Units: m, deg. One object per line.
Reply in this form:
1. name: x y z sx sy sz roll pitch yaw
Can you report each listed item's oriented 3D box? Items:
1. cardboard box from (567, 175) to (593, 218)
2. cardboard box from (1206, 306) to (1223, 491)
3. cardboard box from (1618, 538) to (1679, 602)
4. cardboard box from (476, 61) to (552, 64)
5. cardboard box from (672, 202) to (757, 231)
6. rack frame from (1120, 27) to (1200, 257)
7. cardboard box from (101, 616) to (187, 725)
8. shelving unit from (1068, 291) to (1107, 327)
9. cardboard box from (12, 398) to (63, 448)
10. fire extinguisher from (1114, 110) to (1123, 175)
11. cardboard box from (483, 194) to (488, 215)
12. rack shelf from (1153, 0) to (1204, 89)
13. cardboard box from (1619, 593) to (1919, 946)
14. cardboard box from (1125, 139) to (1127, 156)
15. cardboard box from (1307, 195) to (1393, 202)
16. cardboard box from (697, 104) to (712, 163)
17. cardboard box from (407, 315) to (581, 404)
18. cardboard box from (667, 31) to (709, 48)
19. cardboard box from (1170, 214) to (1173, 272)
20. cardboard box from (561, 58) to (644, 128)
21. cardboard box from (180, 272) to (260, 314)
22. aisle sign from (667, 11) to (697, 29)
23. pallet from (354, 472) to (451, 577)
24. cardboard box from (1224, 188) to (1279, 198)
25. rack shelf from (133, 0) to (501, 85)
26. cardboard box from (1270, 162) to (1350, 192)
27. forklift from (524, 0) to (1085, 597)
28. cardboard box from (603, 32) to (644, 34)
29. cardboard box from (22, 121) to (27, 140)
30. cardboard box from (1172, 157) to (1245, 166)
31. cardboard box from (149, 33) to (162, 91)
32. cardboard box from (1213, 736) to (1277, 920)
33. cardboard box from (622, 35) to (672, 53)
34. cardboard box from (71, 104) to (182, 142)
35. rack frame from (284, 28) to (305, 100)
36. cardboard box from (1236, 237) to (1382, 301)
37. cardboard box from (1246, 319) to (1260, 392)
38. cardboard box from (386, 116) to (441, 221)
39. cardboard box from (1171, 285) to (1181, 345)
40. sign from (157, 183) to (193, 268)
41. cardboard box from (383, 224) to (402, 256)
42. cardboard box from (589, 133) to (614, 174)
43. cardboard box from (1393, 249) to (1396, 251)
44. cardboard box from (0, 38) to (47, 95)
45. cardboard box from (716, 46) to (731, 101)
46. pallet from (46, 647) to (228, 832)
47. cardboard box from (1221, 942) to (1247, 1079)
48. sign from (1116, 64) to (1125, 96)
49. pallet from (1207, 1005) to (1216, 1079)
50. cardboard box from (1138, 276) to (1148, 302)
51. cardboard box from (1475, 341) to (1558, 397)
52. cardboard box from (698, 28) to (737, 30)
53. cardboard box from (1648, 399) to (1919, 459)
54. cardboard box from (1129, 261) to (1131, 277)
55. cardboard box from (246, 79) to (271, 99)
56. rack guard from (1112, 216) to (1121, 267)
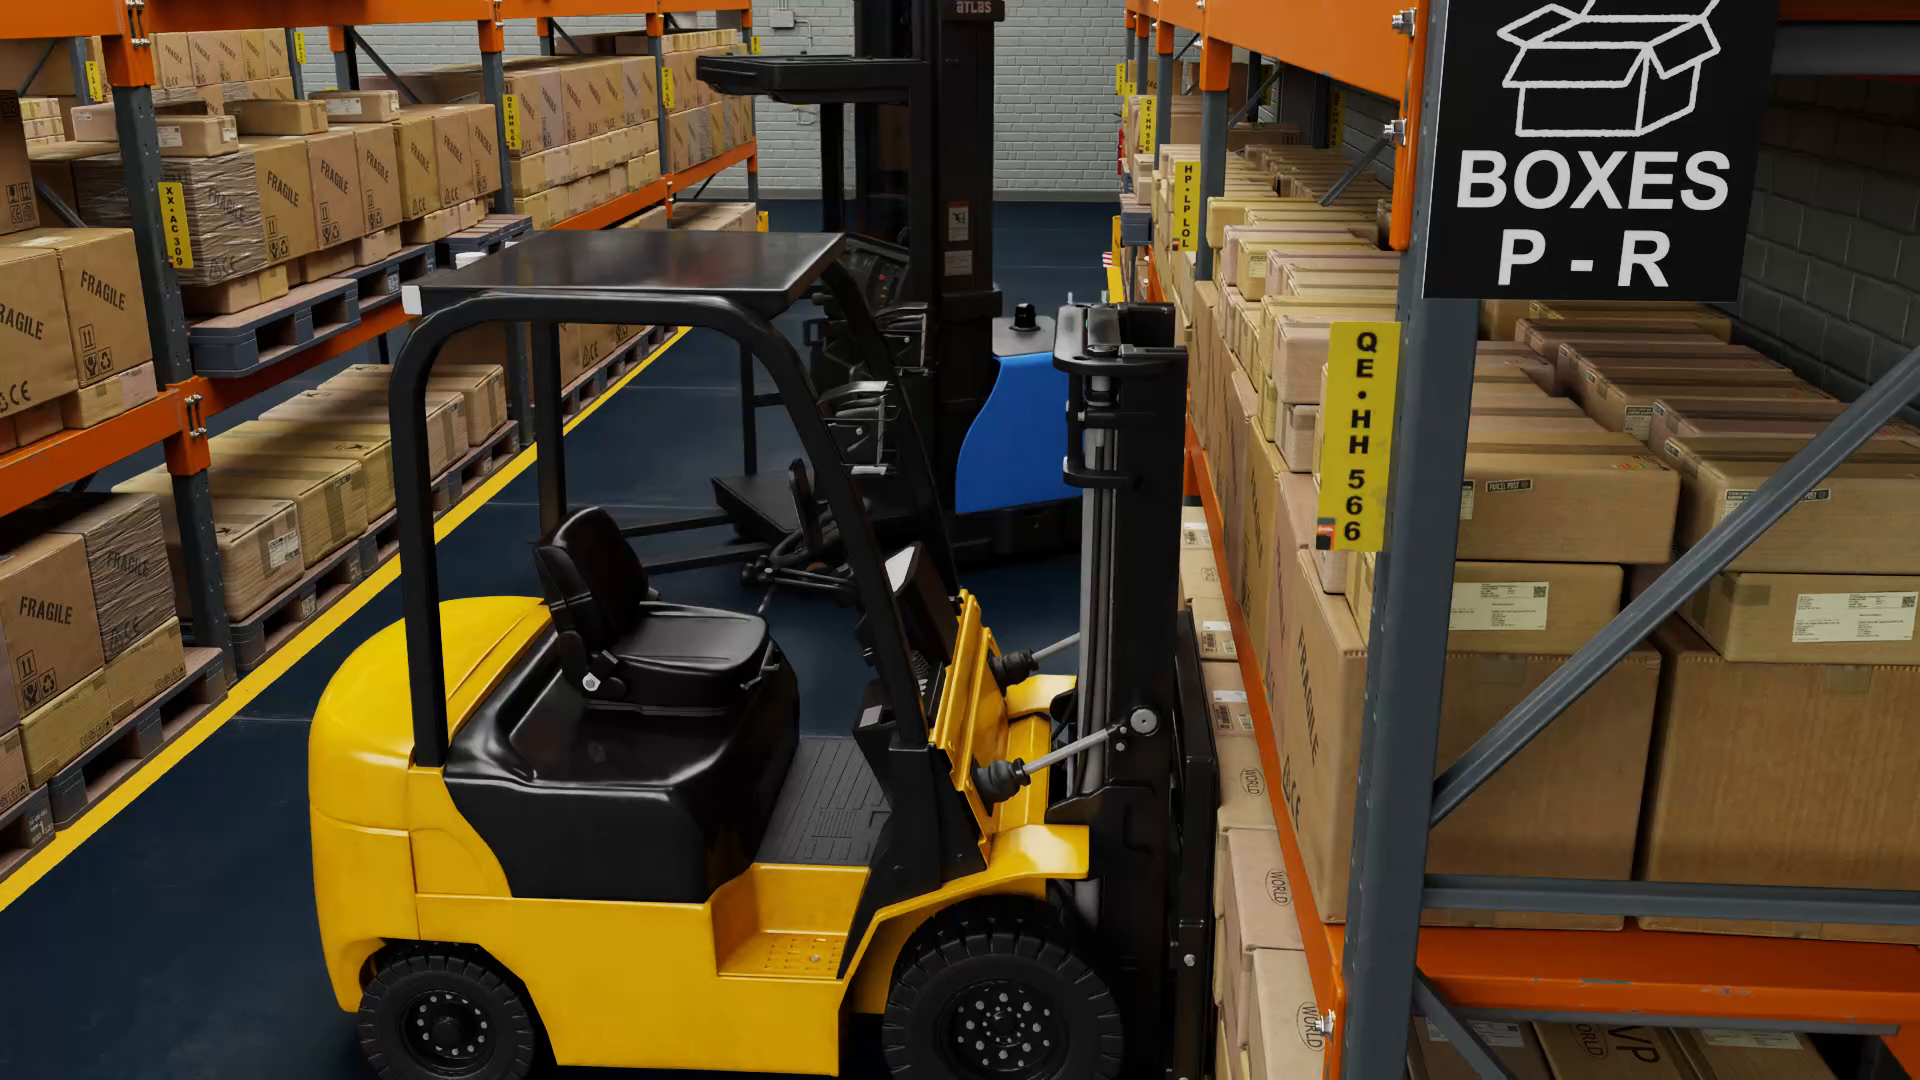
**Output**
1. cardboard box: -2.938 -2.452 11.830 0.500 0.250 0.500 2 18 6
2. cardboard box: 1.065 -0.456 5.336 0.500 0.500 0.500 2 18 5
3. cardboard box: 1.328 0.007 2.884 0.380 0.149 0.250 1 18 4
4. cardboard box: -3.366 -3.375 12.639 0.500 0.500 0.500 1 18 3
5. cardboard box: -2.661 -3.314 17.659 0.875 0.438 0.875 1 18 2
6. rack frame: 2.238 -4.429 17.623 1.000 3.000 0.127 1 18 4
7. cardboard box: -3.348 0.485 6.368 0.500 0.250 0.500 2 18 6
8. shelving unit: 0.803 -0.745 9.253 0.258 1.200 0.503 -7 19 -26
9. cardboard box: -3.400 -0.429 5.819 0.380 0.149 0.250 1 18 4
10. fire extinguisher: 1.787 -4.271 17.864 0.296 0.674 0.183 1 18 4
11. cardboard box: -3.076 -2.027 10.022 0.380 0.149 0.250 2 18 6
12. rack shelf: 1.521 -2.407 7.790 1.077 0.370 4.000 1 18 4
13. cardboard box: 1.403 0.345 2.893 0.500 0.500 0.500 2 18 6
14. cardboard box: 1.799 -3.815 16.152 0.380 0.149 0.250 1 18 2
15. cardboard box: 1.705 -1.402 7.182 0.380 0.149 0.250 1 18 3
16. cardboard box: -2.623 -3.795 15.526 0.500 0.500 0.500 1 18 4
17. cardboard box: -3.155 -1.457 11.290 0.875 0.875 0.875 1 18 3
18. cardboard box: -2.614 -4.775 15.871 0.380 0.149 0.250 2 18 6
19. cardboard box: 1.230 -1.345 7.650 0.500 0.250 0.500 2 18 5
20. cardboard box: -2.811 -3.514 13.064 0.500 0.500 0.500 2 18 5
21. cardboard box: -3.219 -1.057 7.060 0.380 0.149 0.250 2 18 5
22. aisle sign: -2.997 -5.803 17.641 0.394 0.787 0.004 1 18 4
23. pallet: -3.434 -0.109 8.916 1.003 0.211 1.213 1 18 4
24. cardboard box: 1.219 -1.489 7.448 0.380 0.149 0.250 1 18 3
25. rack shelf: -3.430 -2.517 8.125 1.077 0.370 4.000 1 18 4
26. cardboard box: 1.812 -1.875 8.625 0.380 0.149 0.250 1 18 4
27. forklift: -0.652 -1.304 8.195 3.031 2.935 1.130 -9 20 -25
28. cardboard box: -3.141 -4.626 15.415 0.380 0.149 0.250 1 18 3
29. cardboard box: -7.815 -3.311 13.460 0.380 0.149 0.250 2 18 6
30. cardboard box: 1.331 -1.963 8.895 0.380 0.149 0.250 1 18 5
31. cardboard box: -7.647 -4.336 15.094 0.500 0.500 0.500 1 18 2
32. cardboard box: 0.870 0.706 4.086 0.500 0.250 0.500 2 18 5
33. cardboard box: -2.716 -4.300 14.420 0.380 0.149 0.250 2 18 5
34. cardboard box: -3.729 -1.871 7.463 0.380 0.149 0.250 1 18 2
35. rack frame: -7.658 -4.618 18.200 1.000 3.000 0.127 1 18 4
36. cardboard box: 1.008 -0.786 4.823 0.380 0.149 0.250 1 18 3
37. cardboard box: 0.962 -0.485 4.384 0.380 0.149 0.250 1 18 3
38. cardboard box: -3.103 -1.978 8.829 0.500 0.500 0.500 0 18 0
39. cardboard box: 1.183 -0.950 7.245 0.500 0.250 0.500 1 18 4
40. sign: -3.032 -1.214 6.420 0.100 0.325 0.005 1 18 4
41. cardboard box: -3.108 -1.544 8.548 0.380 0.149 0.250 1 18 2
42. cardboard box: -2.869 -2.845 12.226 0.500 0.250 0.500 2 18 5
43. cardboard box: 1.591 -0.934 5.276 0.380 0.149 0.250 1 18 3
44. cardboard box: -8.181 -4.192 14.655 0.500 0.500 0.500 1 18 2
45. cardboard box: -2.557 -4.590 16.348 0.500 0.500 0.500 1 18 4
46. pallet: -3.587 0.722 6.379 1.003 0.211 1.213 1 18 4
47. cardboard box: 0.861 1.096 3.700 0.500 0.250 0.500 1 18 3
48. sign: 1.697 -4.853 17.526 0.100 0.325 0.005 1 18 4
49. pallet: 1.194 1.249 4.773 1.003 0.211 1.213 1 18 4
50. cardboard box: 1.623 -1.733 12.735 0.500 0.500 0.500 1 18 2
51. cardboard box: 0.977 -0.308 3.366 0.380 0.149 0.250 1 18 4
52. cardboard box: -2.539 -5.254 17.332 0.380 0.149 0.250 2 18 5
53. cardboard box: 1.409 -0.138 2.847 0.380 0.149 0.250 2 18 6
54. cardboard box: 1.724 -2.378 15.079 0.396 0.266 0.258 2 18 6
55. cardboard box: -7.476 -4.502 17.206 0.500 0.500 0.500 1 18 3
56. rack guard: 2.232 -3.218 17.941 1.175 0.500 0.348 1 18 4
